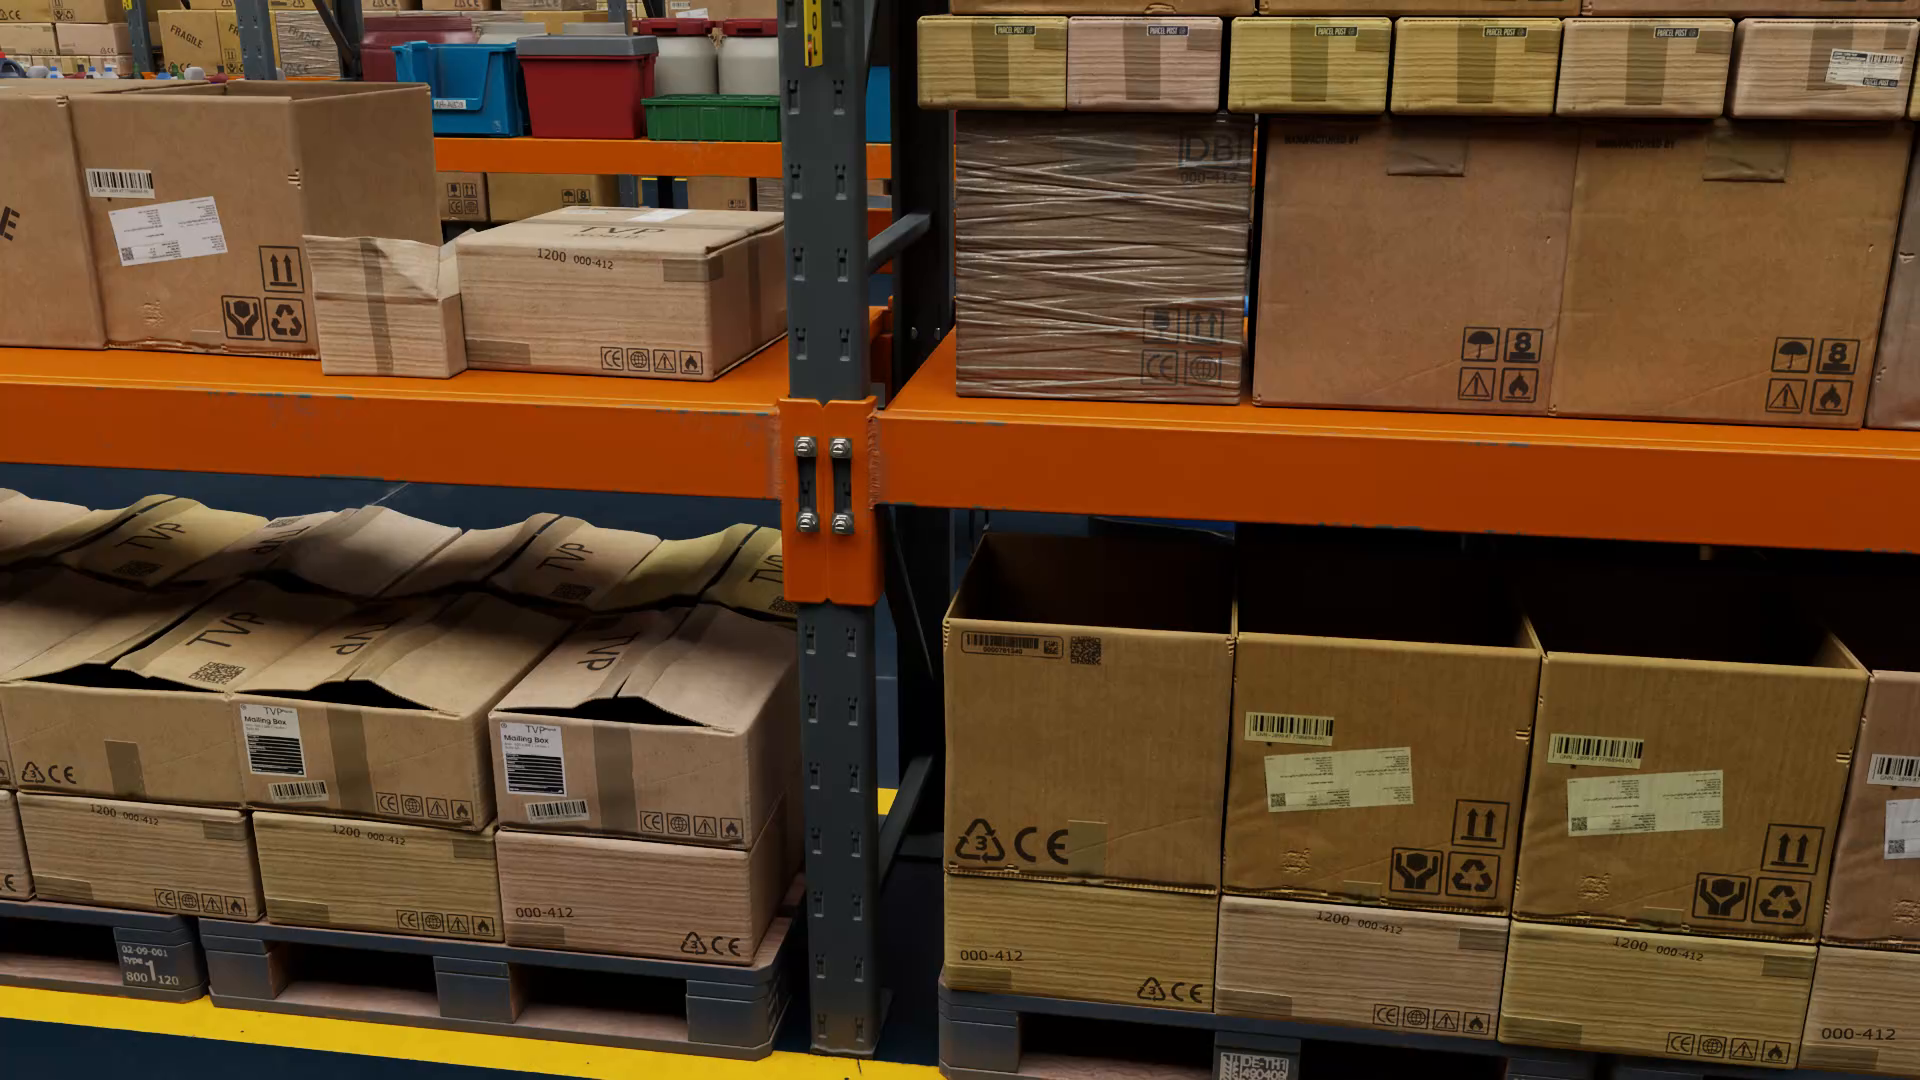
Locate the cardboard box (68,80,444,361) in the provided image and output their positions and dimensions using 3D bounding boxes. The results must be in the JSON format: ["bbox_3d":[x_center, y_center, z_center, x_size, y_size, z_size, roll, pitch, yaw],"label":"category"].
[{"bbox_3d":[-1.429,-0.681,3.452,0.500,0.500,0.500,4,19,13],"label":"cardboard box"}]

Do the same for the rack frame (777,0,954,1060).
[{"bbox_3d":[-0.153,-0.563,3.258,0.127,3.000,1.000,3,19,9],"label":"rack frame"}]

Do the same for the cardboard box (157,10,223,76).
[{"bbox_3d":[-6.062,-4.015,13.417,0.500,0.500,0.500,3,19,9],"label":"cardboard box"}]

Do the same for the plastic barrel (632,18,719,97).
[{"bbox_3d":[-1.425,-2.354,8.398,0.433,0.535,0.433,0,18,0],"label":"plastic barrel"}]

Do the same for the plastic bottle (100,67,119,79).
[{"bbox_3d":[-4.616,-2.434,9.053,0.097,0.271,0.097,0,18,0],"label":"plastic bottle"}]

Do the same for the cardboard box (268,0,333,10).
[{"bbox_3d":[-5.169,-4.524,13.359,0.637,0.503,0.797,3,19,9],"label":"cardboard box"}]

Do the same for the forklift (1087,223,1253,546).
[{"bbox_3d":[2.005,-1.164,5.162,3.031,2.935,1.130,7,20,19],"label":"forklift"}]

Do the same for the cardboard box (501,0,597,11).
[{"bbox_3d":[-3.247,-4.433,13.085,0.637,0.503,0.797,4,19,11],"label":"cardboard box"}]

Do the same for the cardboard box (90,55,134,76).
[{"bbox_3d":[-6.830,-3.862,13.515,0.250,0.149,0.380,3,19,9],"label":"cardboard box"}]

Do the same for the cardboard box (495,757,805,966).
[{"bbox_3d":[-0.609,0.612,3.419,0.500,0.250,0.500,3,19,8],"label":"cardboard box"}]

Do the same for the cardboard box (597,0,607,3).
[{"bbox_3d":[-3.731,-5.739,17.523,0.250,0.149,0.380,3,19,10],"label":"cardboard box"}]

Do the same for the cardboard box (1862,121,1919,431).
[{"bbox_3d":[1.808,-0.514,2.953,0.500,0.500,0.700,3,19,10],"label":"cardboard box"}]

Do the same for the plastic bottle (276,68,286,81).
[{"bbox_3d":[-3.689,-2.380,8.884,0.135,0.276,0.152,3,19,9],"label":"plastic bottle"}]

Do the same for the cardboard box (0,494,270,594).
[{"bbox_3d":[-2.040,0.100,4.064,0.500,0.311,0.500,3,19,10],"label":"cardboard box"}]

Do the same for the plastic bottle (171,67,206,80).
[{"bbox_3d":[-4.146,-2.403,8.954,0.135,0.276,0.152,3,19,9],"label":"plastic bottle"}]

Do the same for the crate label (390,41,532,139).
[{"bbox_3d":[-2.375,-2.198,8.089,0.616,0.435,0.502,3,19,9],"label":"crate label"}]

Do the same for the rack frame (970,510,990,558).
[{"bbox_3d":[0.077,-0.992,5.958,0.015,2.100,0.400,3,19,9],"label":"rack frame"}]

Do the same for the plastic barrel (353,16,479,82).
[{"bbox_3d":[-2.807,-2.452,8.689,0.708,0.536,0.600,3,19,9],"label":"plastic barrel"}]

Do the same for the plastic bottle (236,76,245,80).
[{"bbox_3d":[-3.713,-2.332,8.742,0.135,0.276,0.152,3,19,9],"label":"plastic bottle"}]

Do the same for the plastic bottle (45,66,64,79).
[{"bbox_3d":[-4.940,-2.450,9.102,0.097,0.271,0.097,0,18,0],"label":"plastic bottle"}]

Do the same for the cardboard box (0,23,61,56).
[{"bbox_3d":[-7.466,-4.104,13.609,0.500,0.250,0.500,3,19,10],"label":"cardboard box"}]

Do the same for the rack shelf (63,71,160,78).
[{"bbox_3d":[-8.452,-3.828,14.151,4.000,0.370,1.077,3,19,9],"label":"rack shelf"}]

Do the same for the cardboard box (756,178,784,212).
[{"bbox_3d":[-1.313,-2.839,13.308,0.500,0.500,0.700,1,19,4],"label":"cardboard box"}]

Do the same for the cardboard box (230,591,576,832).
[{"bbox_3d":[-1.113,0.321,3.404,0.500,0.311,0.500,3,19,10],"label":"cardboard box"}]

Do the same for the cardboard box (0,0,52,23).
[{"bbox_3d":[-7.467,-4.460,13.492,0.500,0.500,0.500,3,19,9],"label":"cardboard box"}]

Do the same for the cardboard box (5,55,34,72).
[{"bbox_3d":[-7.592,-3.901,13.631,0.250,0.149,0.380,3,19,10],"label":"cardboard box"}]

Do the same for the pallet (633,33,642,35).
[{"bbox_3d":[-3.602,-5.412,18.053,1.213,0.211,1.003,3,19,9],"label":"pallet"}]

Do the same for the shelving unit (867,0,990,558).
[{"bbox_3d":[-0.163,-1.004,5.995,0.503,2.100,0.431,3,19,9],"label":"shelving unit"}]

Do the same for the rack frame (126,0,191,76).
[{"bbox_3d":[-6.477,-4.069,13.736,0.127,3.000,1.000,3,19,9],"label":"rack frame"}]

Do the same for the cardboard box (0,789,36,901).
[{"bbox_3d":[-2.115,0.534,3.651,0.500,0.250,0.500,3,19,10],"label":"cardboard box"}]

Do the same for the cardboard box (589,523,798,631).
[{"bbox_3d":[-0.522,0.177,3.834,0.500,0.311,0.500,3,19,9],"label":"cardboard box"}]

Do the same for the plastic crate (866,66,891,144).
[{"bbox_3d":[-0.502,-2.065,7.773,0.575,0.384,0.392,3,19,9],"label":"plastic crate"}]

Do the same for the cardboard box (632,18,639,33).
[{"bbox_3d":[-3.467,-5.443,17.578,0.250,0.149,0.380,3,19,10],"label":"cardboard box"}]

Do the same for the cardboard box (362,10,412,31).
[{"bbox_3d":[-4.561,-3.940,13.194,0.500,0.500,0.500,3,19,10],"label":"cardboard box"}]

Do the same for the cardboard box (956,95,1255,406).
[{"bbox_3d":[0.286,-0.590,3.181,0.500,0.500,0.700,2,19,7],"label":"cardboard box"}]

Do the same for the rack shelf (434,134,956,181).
[{"bbox_3d":[-1.339,-1.874,8.310,4.000,0.370,1.077,3,19,9],"label":"rack shelf"}]

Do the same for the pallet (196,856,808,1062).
[{"bbox_3d":[-0.887,0.735,3.775,1.213,0.211,1.003,3,19,9],"label":"pallet"}]

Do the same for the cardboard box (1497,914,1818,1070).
[{"bbox_3d":[1.242,0.714,3.114,0.500,0.250,0.500,3,19,9],"label":"cardboard box"}]

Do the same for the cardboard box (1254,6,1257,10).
[{"bbox_3d":[2.344,-3.776,12.236,0.500,0.500,0.875,3,19,9],"label":"cardboard box"}]

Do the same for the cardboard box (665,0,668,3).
[{"bbox_3d":[-2.968,-5.698,17.403,0.250,0.149,0.380,3,19,10],"label":"cardboard box"}]

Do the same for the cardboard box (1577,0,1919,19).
[{"bbox_3d":[1.279,-1.155,2.825,0.500,0.500,0.700,3,19,9],"label":"cardboard box"}]

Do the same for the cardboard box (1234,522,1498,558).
[{"bbox_3d":[0.831,0.170,3.557,0.500,0.500,0.500,3,19,9],"label":"cardboard box"}]

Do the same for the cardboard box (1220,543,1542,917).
[{"bbox_3d":[0.750,0.330,3.078,0.500,0.500,0.500,3,19,9],"label":"cardboard box"}]

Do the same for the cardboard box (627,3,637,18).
[{"bbox_3d":[-3.475,-5.584,17.529,0.250,0.149,0.380,3,19,10],"label":"cardboard box"}]

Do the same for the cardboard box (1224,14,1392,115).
[{"bbox_3d":[0.584,-0.819,2.843,0.250,0.149,0.380,2,19,7],"label":"cardboard box"}]

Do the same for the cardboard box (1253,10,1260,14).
[{"bbox_3d":[0.652,-0.946,3.223,0.250,0.149,0.380,2,19,7],"label":"cardboard box"}]

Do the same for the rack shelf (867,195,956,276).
[{"bbox_3d":[-0.163,-0.991,5.999,0.480,0.518,0.431,3,19,9],"label":"rack shelf"}]

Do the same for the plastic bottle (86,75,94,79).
[{"bbox_3d":[-4.311,-2.174,8.277,0.097,0.271,0.097,0,18,0],"label":"plastic bottle"}]

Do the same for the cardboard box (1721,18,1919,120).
[{"bbox_3d":[1.354,-0.780,2.727,0.250,0.149,0.380,2,19,7],"label":"cardboard box"}]

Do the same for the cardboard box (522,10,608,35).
[{"bbox_3d":[-3.054,-3.862,12.961,0.500,0.500,0.500,4,19,10],"label":"cardboard box"}]

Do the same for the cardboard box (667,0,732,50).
[{"bbox_3d":[-1.988,-4.099,13.008,0.500,0.500,0.500,1,19,2],"label":"cardboard box"}]
